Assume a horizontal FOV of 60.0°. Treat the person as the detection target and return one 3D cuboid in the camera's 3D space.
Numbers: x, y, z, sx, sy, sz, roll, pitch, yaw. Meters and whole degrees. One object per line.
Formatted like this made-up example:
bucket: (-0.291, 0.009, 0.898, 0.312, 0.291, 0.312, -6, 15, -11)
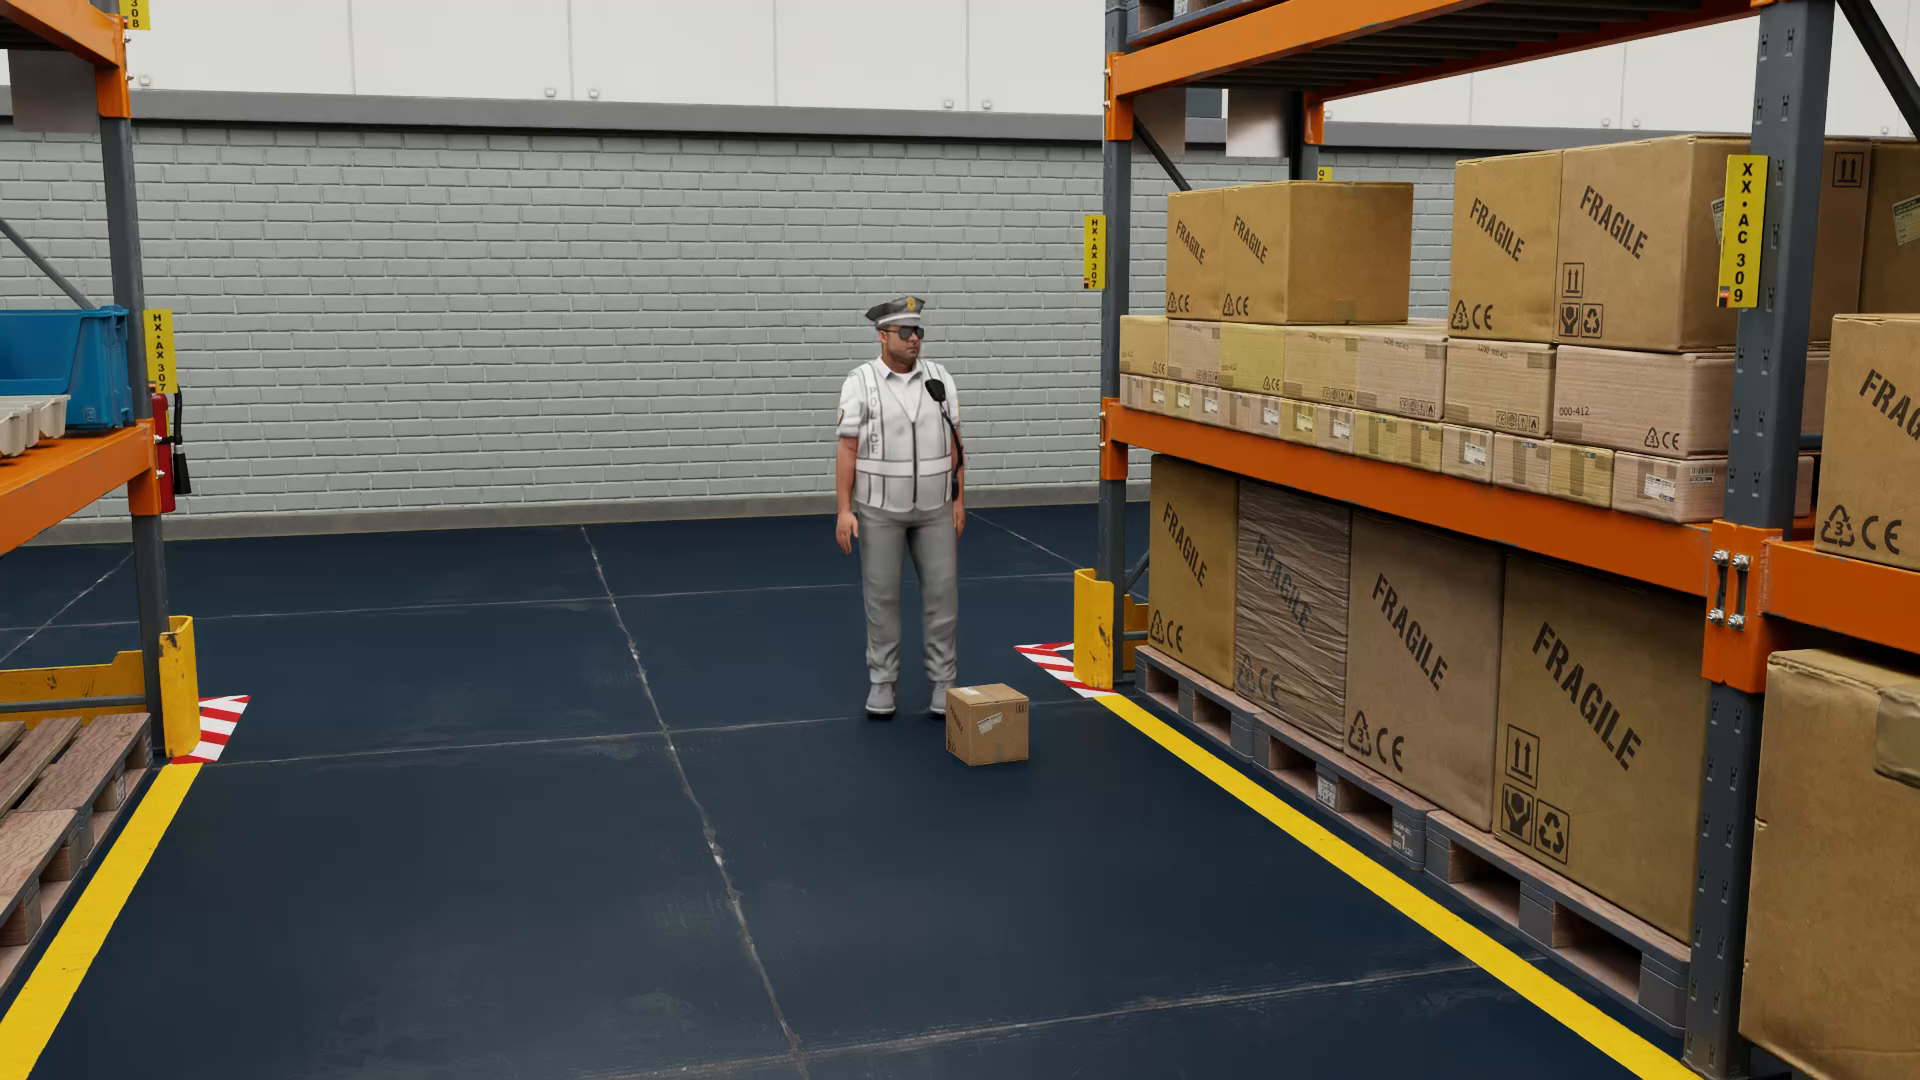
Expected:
person: (-0.250, -0.150, 7.112, 0.583, 1.775, 0.411, -3, 10, -16)
